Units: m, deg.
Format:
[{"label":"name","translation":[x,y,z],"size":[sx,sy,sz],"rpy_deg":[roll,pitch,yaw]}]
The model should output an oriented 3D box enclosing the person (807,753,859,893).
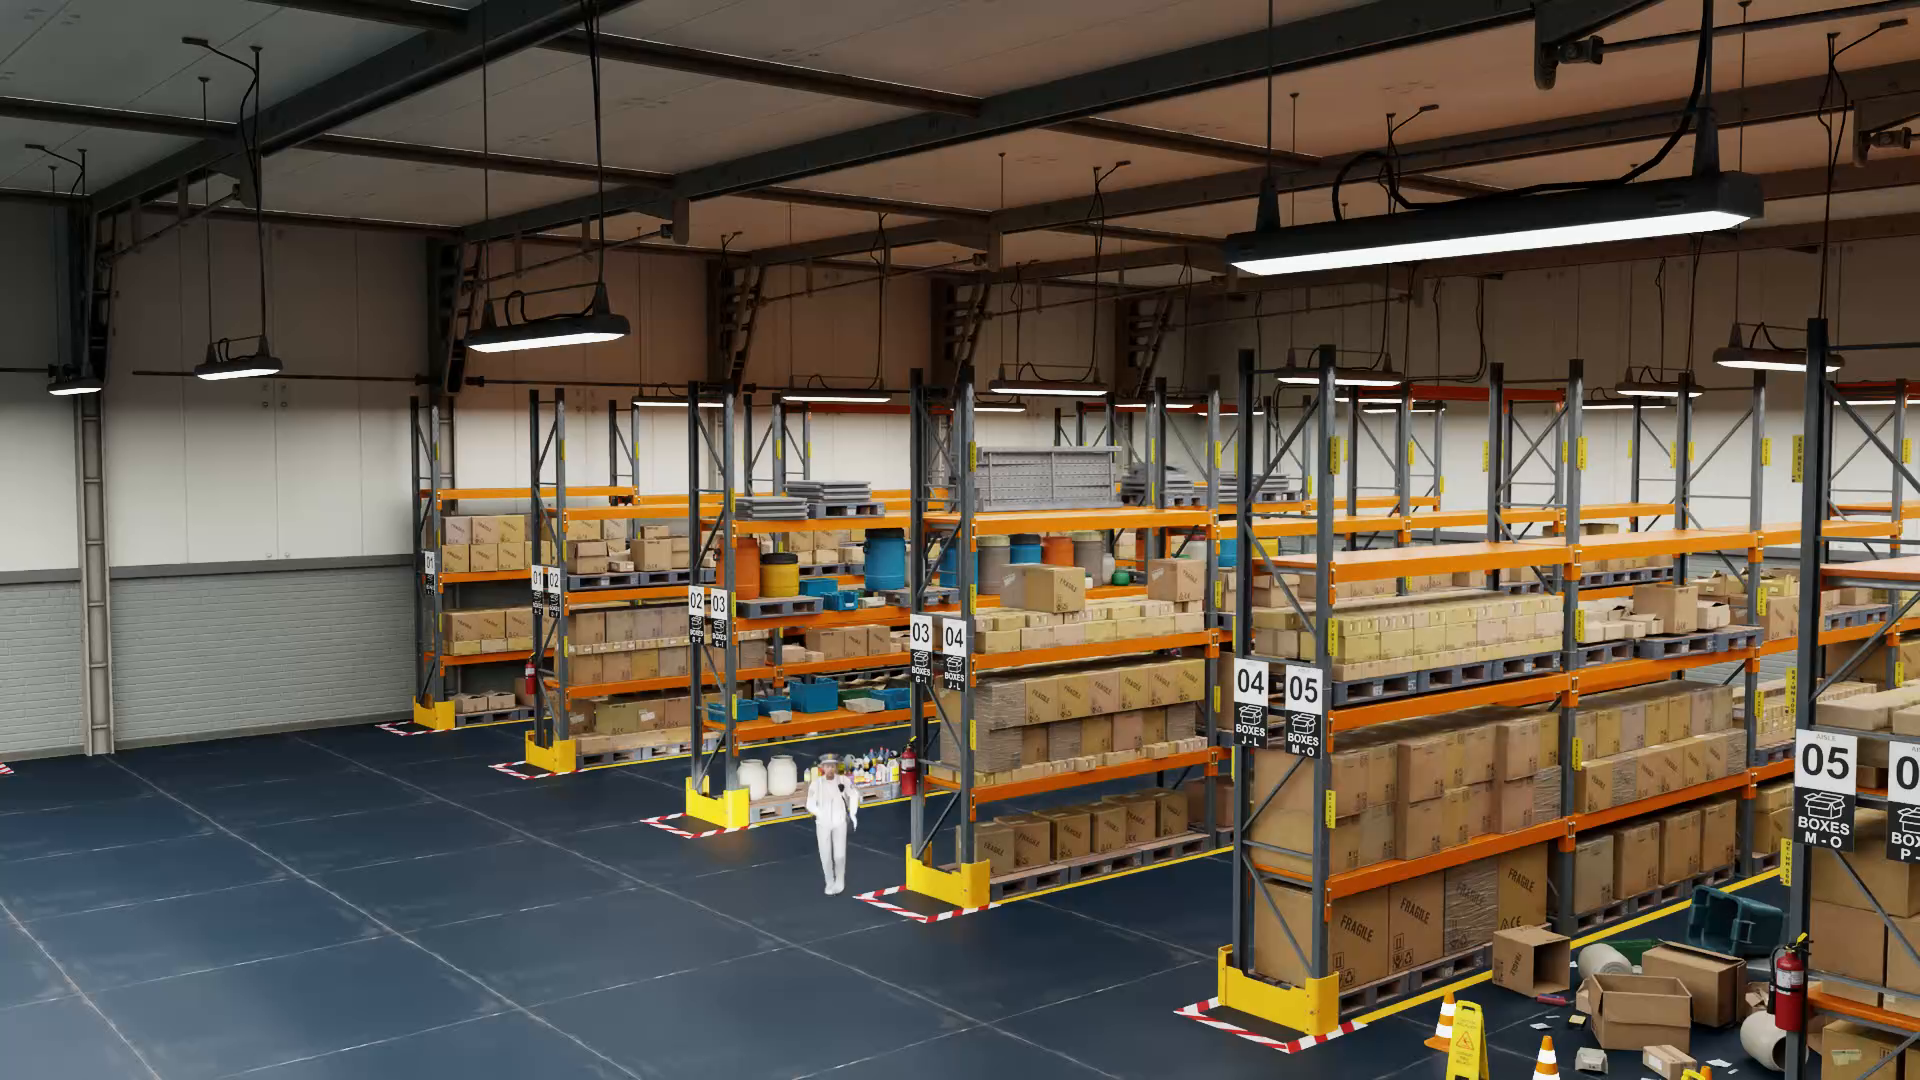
[{"label":"person","translation":[-1.440,3.217,18.805],"size":[0.585,1.649,0.690],"rpy_deg":[0,3,-3]}]
